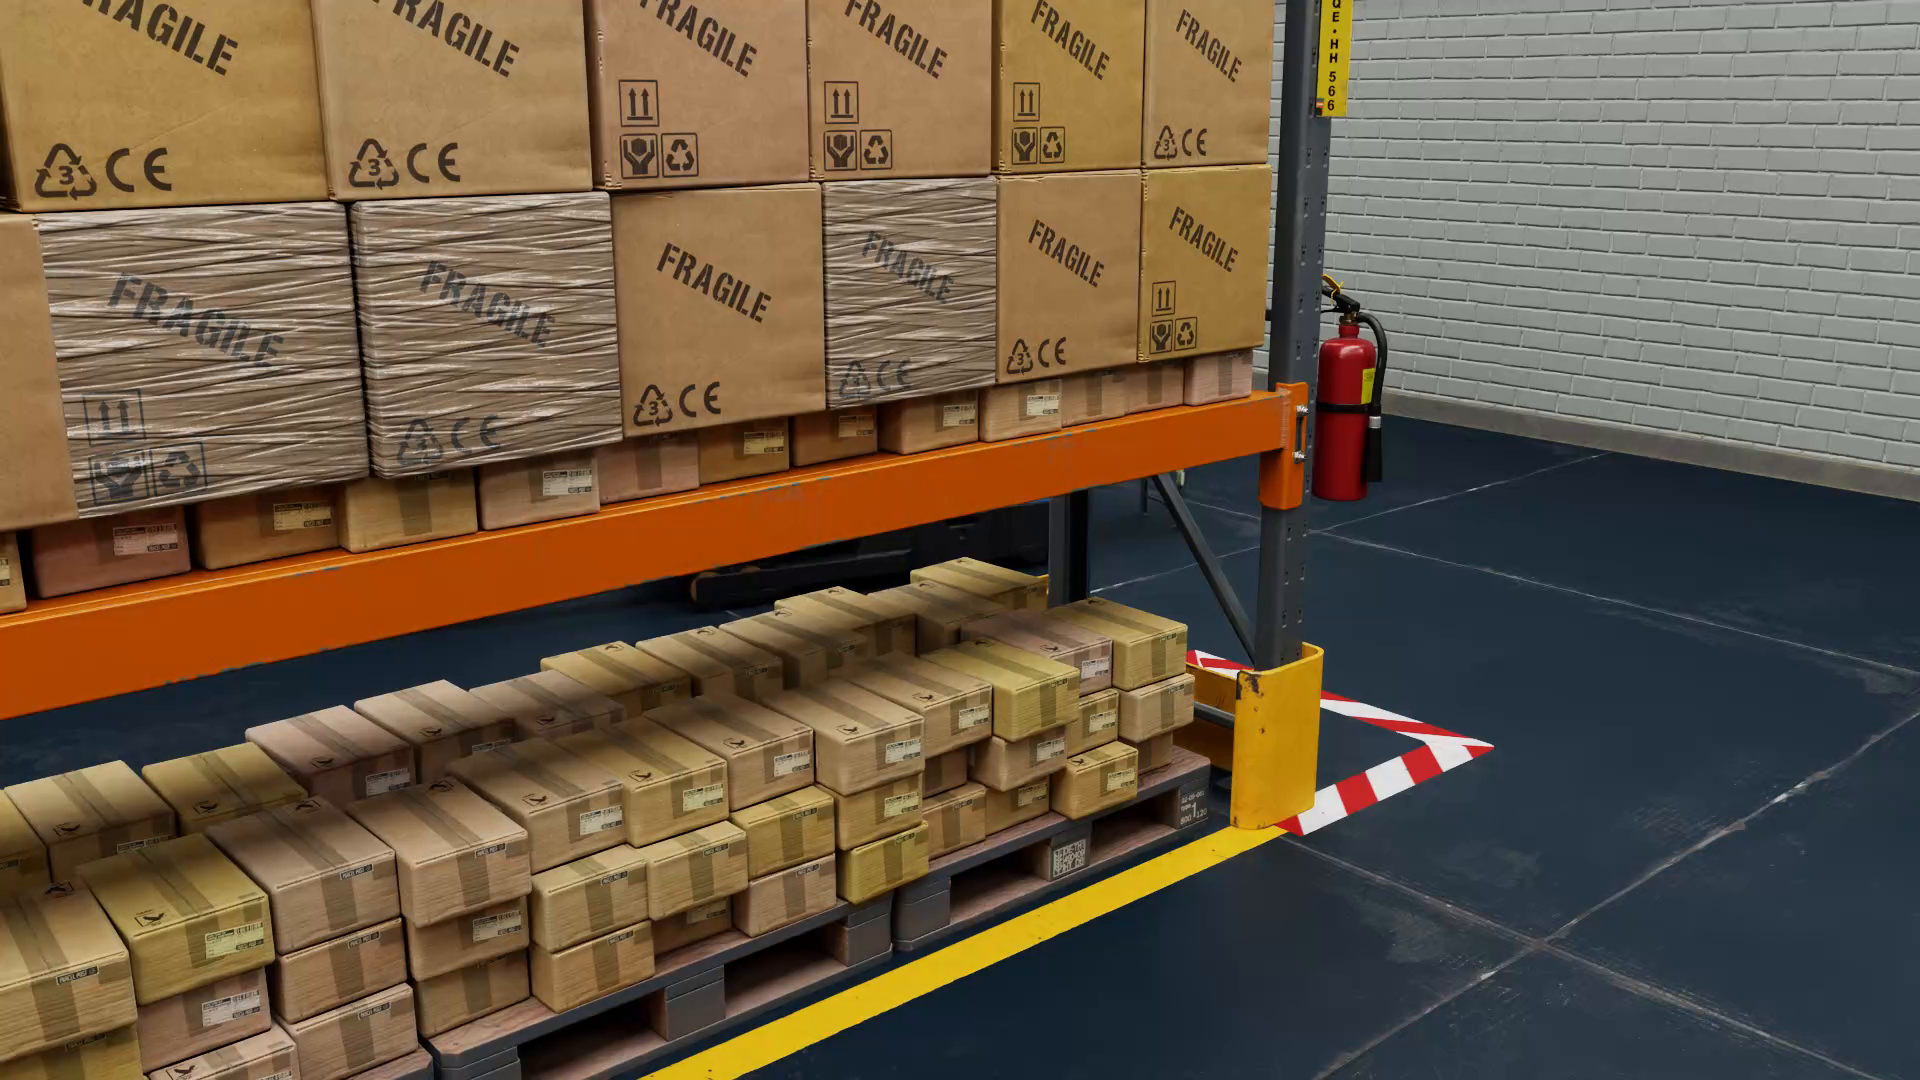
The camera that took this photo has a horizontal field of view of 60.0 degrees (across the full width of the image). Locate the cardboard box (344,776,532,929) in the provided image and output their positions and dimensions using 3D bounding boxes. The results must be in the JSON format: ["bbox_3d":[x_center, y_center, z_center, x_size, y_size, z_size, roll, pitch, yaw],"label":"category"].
[{"bbox_3d":[-1.113,0.656,3.538,0.250,0.149,0.380,-12,19,-38],"label":"cardboard box"}]

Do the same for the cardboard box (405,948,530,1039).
[{"bbox_3d":[-1.163,0.924,3.690,0.250,0.149,0.380,-14,20,-42],"label":"cardboard box"}]

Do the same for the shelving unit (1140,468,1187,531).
[{"bbox_3d":[0.711,-0.778,8.255,0.755,1.500,0.431,-7,16,-24],"label":"shelving unit"}]

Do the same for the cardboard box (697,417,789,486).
[{"bbox_3d":[-0.604,-0.246,3.845,0.250,0.149,0.380,-12,19,-38],"label":"cardboard box"}]

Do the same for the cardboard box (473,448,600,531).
[{"bbox_3d":[-0.952,-0.145,3.466,0.250,0.149,0.380,-12,19,-37],"label":"cardboard box"}]

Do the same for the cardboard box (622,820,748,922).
[{"bbox_3d":[-0.703,0.719,3.878,0.250,0.149,0.380,-12,19,-39],"label":"cardboard box"}]

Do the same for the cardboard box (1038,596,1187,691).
[{"bbox_3d":[0.443,0.299,4.875,0.250,0.149,0.380,-12,19,-39],"label":"cardboard box"}]

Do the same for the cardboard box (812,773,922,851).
[{"bbox_3d":[-0.308,0.628,4.222,0.250,0.149,0.380,-12,19,-39],"label":"cardboard box"}]

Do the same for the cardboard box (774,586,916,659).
[{"bbox_3d":[-0.346,0.271,4.982,0.250,0.149,0.380,-13,20,-40],"label":"cardboard box"}]

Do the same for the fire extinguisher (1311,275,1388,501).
[{"bbox_3d":[1.169,-0.462,5.040,0.183,0.674,0.296,-13,19,-39],"label":"fire extinguisher"}]

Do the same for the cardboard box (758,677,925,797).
[{"bbox_3d":[-0.300,0.487,4.172,0.250,0.149,0.380,-12,19,-37],"label":"cardboard box"}]

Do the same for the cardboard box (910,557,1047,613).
[{"bbox_3d":[0.057,0.183,5.311,0.250,0.149,0.380,-14,20,-42],"label":"cardboard box"}]

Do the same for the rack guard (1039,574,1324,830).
[{"bbox_3d":[0.618,0.494,5.433,0.348,0.500,1.175,-13,19,-39],"label":"rack guard"}]

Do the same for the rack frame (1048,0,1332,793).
[{"bbox_3d":[0.676,-0.727,5.159,0.127,3.000,1.000,-13,19,-39],"label":"rack frame"}]

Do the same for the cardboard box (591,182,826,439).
[{"bbox_3d":[-0.645,-0.536,3.674,0.500,0.500,0.500,-11,19,-37],"label":"cardboard box"}]

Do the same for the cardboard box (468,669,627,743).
[{"bbox_3d":[-1.049,0.471,4.233,0.250,0.149,0.380,-13,19,-39],"label":"cardboard box"}]

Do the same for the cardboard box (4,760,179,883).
[{"bbox_3d":[-1.895,0.632,3.628,0.250,0.149,0.380,-13,20,-40],"label":"cardboard box"}]

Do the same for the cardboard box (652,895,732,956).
[{"bbox_3d":[-0.756,0.839,4.007,0.250,0.149,0.380,-12,19,-38],"label":"cardboard box"}]

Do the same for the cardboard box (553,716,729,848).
[{"bbox_3d":[-0.750,0.560,3.899,0.250,0.149,0.380,-13,19,-39],"label":"cardboard box"}]

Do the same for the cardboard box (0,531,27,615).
[{"bbox_3d":[-1.767,0.030,2.813,0.250,0.149,0.380,-12,19,-38],"label":"cardboard box"}]

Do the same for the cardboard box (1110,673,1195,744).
[{"bbox_3d":[0.465,0.449,4.891,0.250,0.149,0.380,-13,20,-41],"label":"cardboard box"}]

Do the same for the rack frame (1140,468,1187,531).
[{"bbox_3d":[1.043,-0.818,8.405,0.023,1.500,0.400,-7,16,-24],"label":"rack frame"}]

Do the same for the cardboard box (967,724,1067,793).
[{"bbox_3d":[0.074,0.537,4.560,0.250,0.149,0.380,-14,20,-42],"label":"cardboard box"}]

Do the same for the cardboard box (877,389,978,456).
[{"bbox_3d":[-0.172,-0.328,4.153,0.250,0.149,0.380,-14,20,-42],"label":"cardboard box"}]

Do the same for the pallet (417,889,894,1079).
[{"bbox_3d":[-0.938,0.970,4.211,1.213,0.211,1.003,-13,19,-39],"label":"pallet"}]

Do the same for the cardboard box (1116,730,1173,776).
[{"bbox_3d":[0.415,0.577,4.986,0.250,0.149,0.380,-12,19,-38],"label":"cardboard box"}]

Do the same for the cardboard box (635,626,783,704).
[{"bbox_3d":[-0.694,0.374,4.595,0.250,0.149,0.380,-12,19,-37],"label":"cardboard box"}]

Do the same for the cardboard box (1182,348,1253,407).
[{"bbox_3d":[0.615,-0.495,4.778,0.250,0.149,0.380,-13,19,-39],"label":"cardboard box"}]

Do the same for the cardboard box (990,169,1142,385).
[{"bbox_3d":[0.114,-0.706,4.312,0.500,0.500,0.500,-13,20,-40],"label":"cardboard box"}]

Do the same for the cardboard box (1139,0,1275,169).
[{"bbox_3d":[0.494,-1.276,4.507,0.500,0.500,0.500,-13,20,-40],"label":"cardboard box"}]

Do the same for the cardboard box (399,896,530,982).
[{"bbox_3d":[-1.138,0.787,3.627,0.250,0.149,0.380,-12,19,-37],"label":"cardboard box"}]

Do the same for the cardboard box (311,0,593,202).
[{"bbox_3d":[-1.060,-0.923,3.187,0.500,0.500,0.500,-12,19,-38],"label":"cardboard box"}]

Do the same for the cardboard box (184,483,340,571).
[{"bbox_3d":[-1.392,-0.071,3.189,0.250,0.149,0.380,-14,20,-42],"label":"cardboard box"}]

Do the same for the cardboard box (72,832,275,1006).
[{"bbox_3d":[-1.541,0.732,3.254,0.250,0.149,0.380,-13,20,-40],"label":"cardboard box"}]

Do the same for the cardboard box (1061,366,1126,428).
[{"bbox_3d":[0.224,-0.415,4.478,0.250,0.149,0.380,-13,20,-40],"label":"cardboard box"}]

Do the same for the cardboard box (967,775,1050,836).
[{"bbox_3d":[0.032,0.669,4.645,0.250,0.149,0.380,-13,20,-40],"label":"cardboard box"}]

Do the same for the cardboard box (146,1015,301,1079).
[{"bbox_3d":[-1.502,1.029,3.297,0.250,0.149,0.380,-13,20,-40],"label":"cardboard box"}]

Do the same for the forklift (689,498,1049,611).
[{"bbox_3d":[-1.025,-1.269,7.319,3.031,2.935,1.130,-7,16,-24],"label":"forklift"}]

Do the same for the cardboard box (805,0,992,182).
[{"bbox_3d":[-0.275,-1.100,3.849,0.500,0.500,0.500,-11,19,-37],"label":"cardboard box"}]

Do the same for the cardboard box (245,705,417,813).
[{"bbox_3d":[-1.504,0.540,3.975,0.250,0.149,0.380,-14,20,-42],"label":"cardboard box"}]

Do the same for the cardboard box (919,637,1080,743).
[{"bbox_3d":[0.103,0.399,4.501,0.250,0.149,0.380,-13,20,-41],"label":"cardboard box"}]

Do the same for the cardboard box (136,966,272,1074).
[{"bbox_3d":[-1.566,0.874,3.300,0.250,0.149,0.380,-13,20,-40],"label":"cardboard box"}]

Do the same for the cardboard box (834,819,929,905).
[{"bbox_3d":[-0.297,0.768,4.271,0.250,0.149,0.380,-14,20,-42],"label":"cardboard box"}]

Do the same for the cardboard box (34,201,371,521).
[{"bbox_3d":[-1.434,-0.361,3.020,0.500,0.500,0.500,-13,20,-39],"label":"cardboard box"}]
